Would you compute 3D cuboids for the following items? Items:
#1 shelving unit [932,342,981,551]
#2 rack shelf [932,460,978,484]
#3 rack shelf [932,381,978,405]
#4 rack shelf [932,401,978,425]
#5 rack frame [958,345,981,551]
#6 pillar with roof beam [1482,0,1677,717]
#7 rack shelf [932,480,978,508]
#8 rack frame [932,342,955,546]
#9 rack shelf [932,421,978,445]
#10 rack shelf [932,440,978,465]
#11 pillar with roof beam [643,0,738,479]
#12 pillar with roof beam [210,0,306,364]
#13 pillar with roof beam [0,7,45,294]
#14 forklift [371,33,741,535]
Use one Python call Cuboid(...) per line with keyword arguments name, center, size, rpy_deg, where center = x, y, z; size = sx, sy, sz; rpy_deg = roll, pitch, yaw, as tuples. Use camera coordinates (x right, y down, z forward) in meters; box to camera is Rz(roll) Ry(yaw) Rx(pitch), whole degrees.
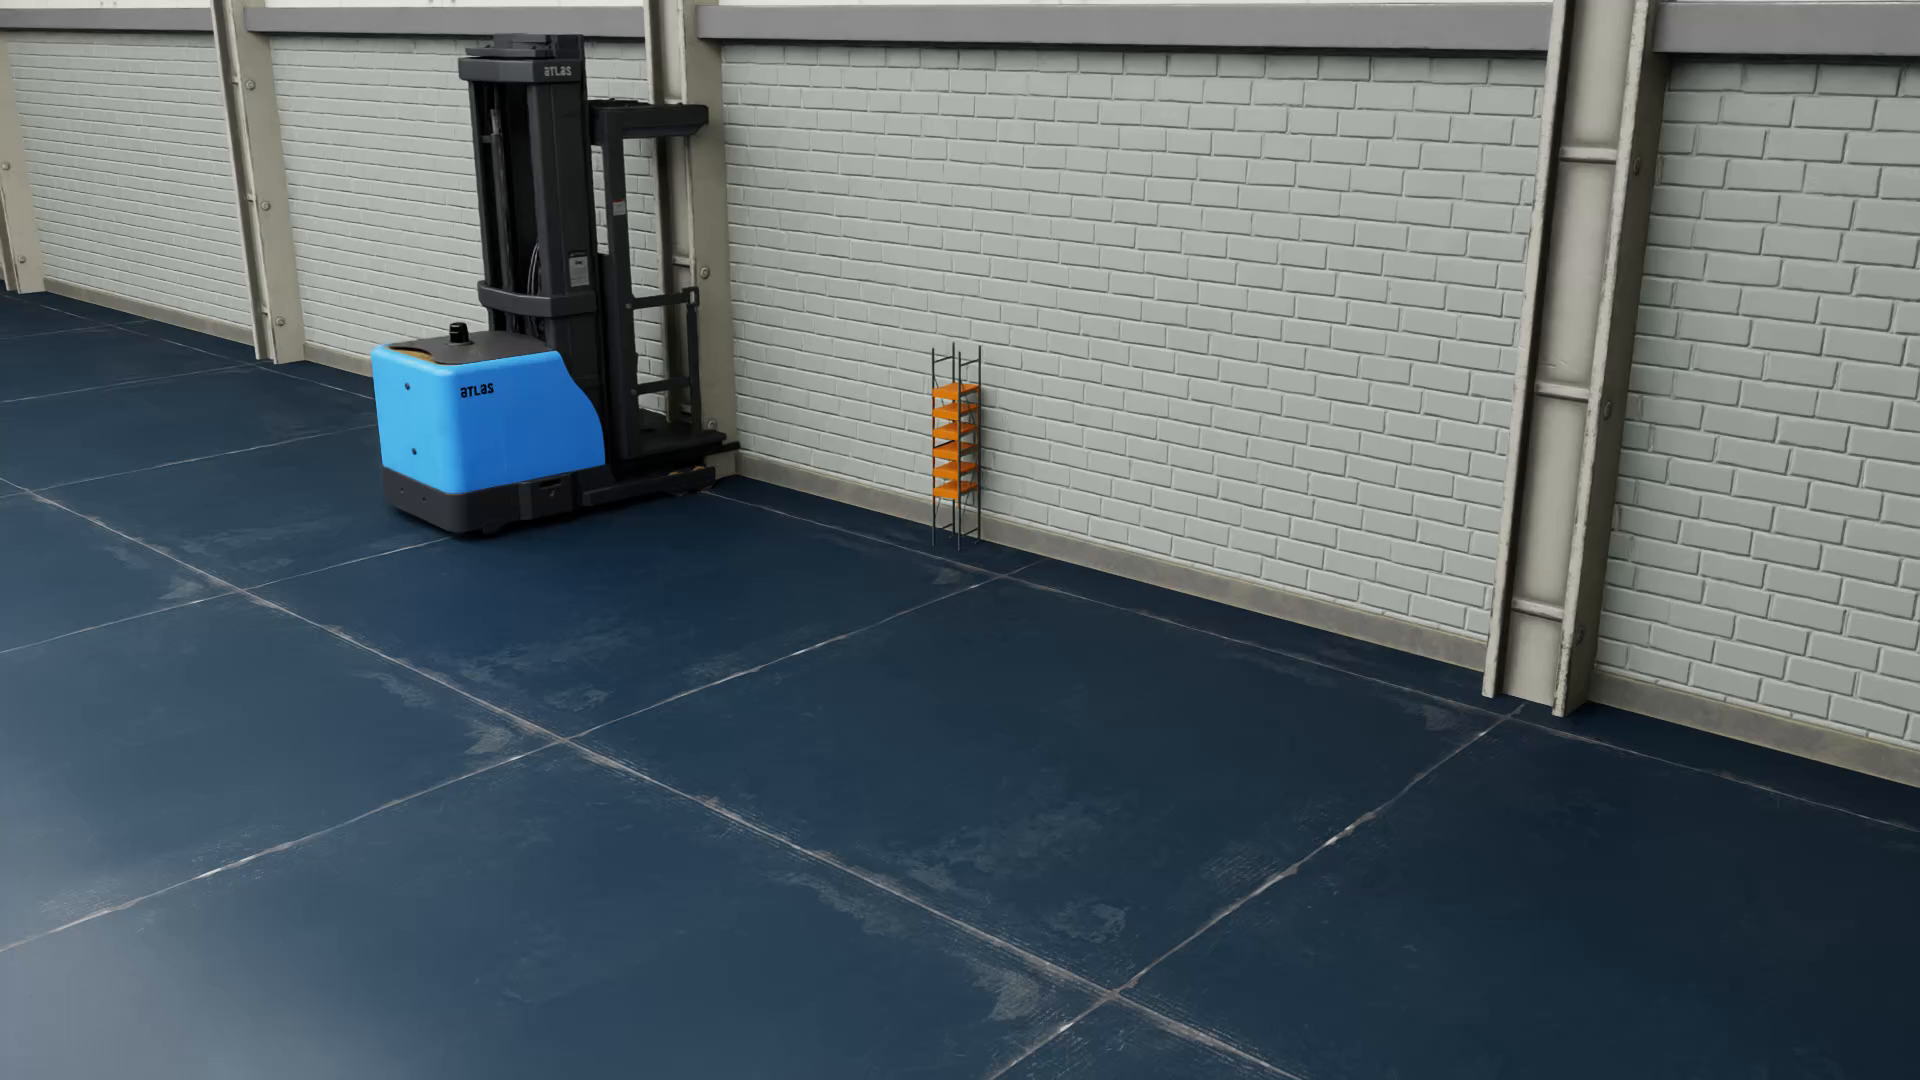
Cuboid(name="shelving unit", center=(-0.020, -0.552, 9.867), size=(0.189, 1.200, 0.258), rpy_deg=(11, 20, 31))
Cuboid(name="rack shelf", center=(-0.020, -0.395, 9.916), size=(0.180, 0.103, 0.258), rpy_deg=(11, 20, 31))
Cuboid(name="rack shelf", center=(-0.020, -0.853, 9.772), size=(0.180, 0.103, 0.258), rpy_deg=(11, 20, 31))
Cuboid(name="rack shelf", center=(-0.020, -0.739, 9.808), size=(0.180, 0.103, 0.258), rpy_deg=(11, 20, 31))
Cuboid(name="rack frame", center=(0.057, -0.538, 9.820), size=(0.006, 1.200, 0.240), rpy_deg=(11, 20, 31))
Cuboid(name="pillar with roof beam", center=(-0.157, -2.582, 3.370), size=(0.400, 9.000, 9.100), rpy_deg=(15, 23, 39))
Cuboid(name="rack shelf", center=(-0.020, -0.281, 9.952), size=(0.180, 0.103, 0.258), rpy_deg=(11, 20, 31))
Cuboid(name="rack frame", center=(-0.097, -0.567, 9.914), size=(0.006, 1.200, 0.240), rpy_deg=(11, 20, 31))
Cuboid(name="rack shelf", center=(-0.020, -0.624, 9.844), size=(0.180, 0.103, 0.258), rpy_deg=(11, 20, 31))
Cuboid(name="rack shelf", center=(-0.020, -0.510, 9.880), size=(0.180, 0.103, 0.258), rpy_deg=(11, 20, 31))
Cuboid(name="pillar with roof beam", center=(-4.644, -3.786, 7.166), size=(0.400, 9.000, 9.100), rpy_deg=(15, 23, 39))
Cuboid(name="pillar with roof beam", center=(-9.132, -4.991, 10.962), size=(0.400, 9.000, 9.100), rpy_deg=(15, 23, 39))
Cuboid(name="pillar with roof beam", center=(-13.620, -6.196, 14.758), size=(0.400, 9.000, 9.100), rpy_deg=(15, 23, 39))
Cuboid(name="forklift", center=(-2.276, -1.788, 10.900), size=(3.031, 2.935, 1.130), rpy_deg=(-16, 23, -41))
